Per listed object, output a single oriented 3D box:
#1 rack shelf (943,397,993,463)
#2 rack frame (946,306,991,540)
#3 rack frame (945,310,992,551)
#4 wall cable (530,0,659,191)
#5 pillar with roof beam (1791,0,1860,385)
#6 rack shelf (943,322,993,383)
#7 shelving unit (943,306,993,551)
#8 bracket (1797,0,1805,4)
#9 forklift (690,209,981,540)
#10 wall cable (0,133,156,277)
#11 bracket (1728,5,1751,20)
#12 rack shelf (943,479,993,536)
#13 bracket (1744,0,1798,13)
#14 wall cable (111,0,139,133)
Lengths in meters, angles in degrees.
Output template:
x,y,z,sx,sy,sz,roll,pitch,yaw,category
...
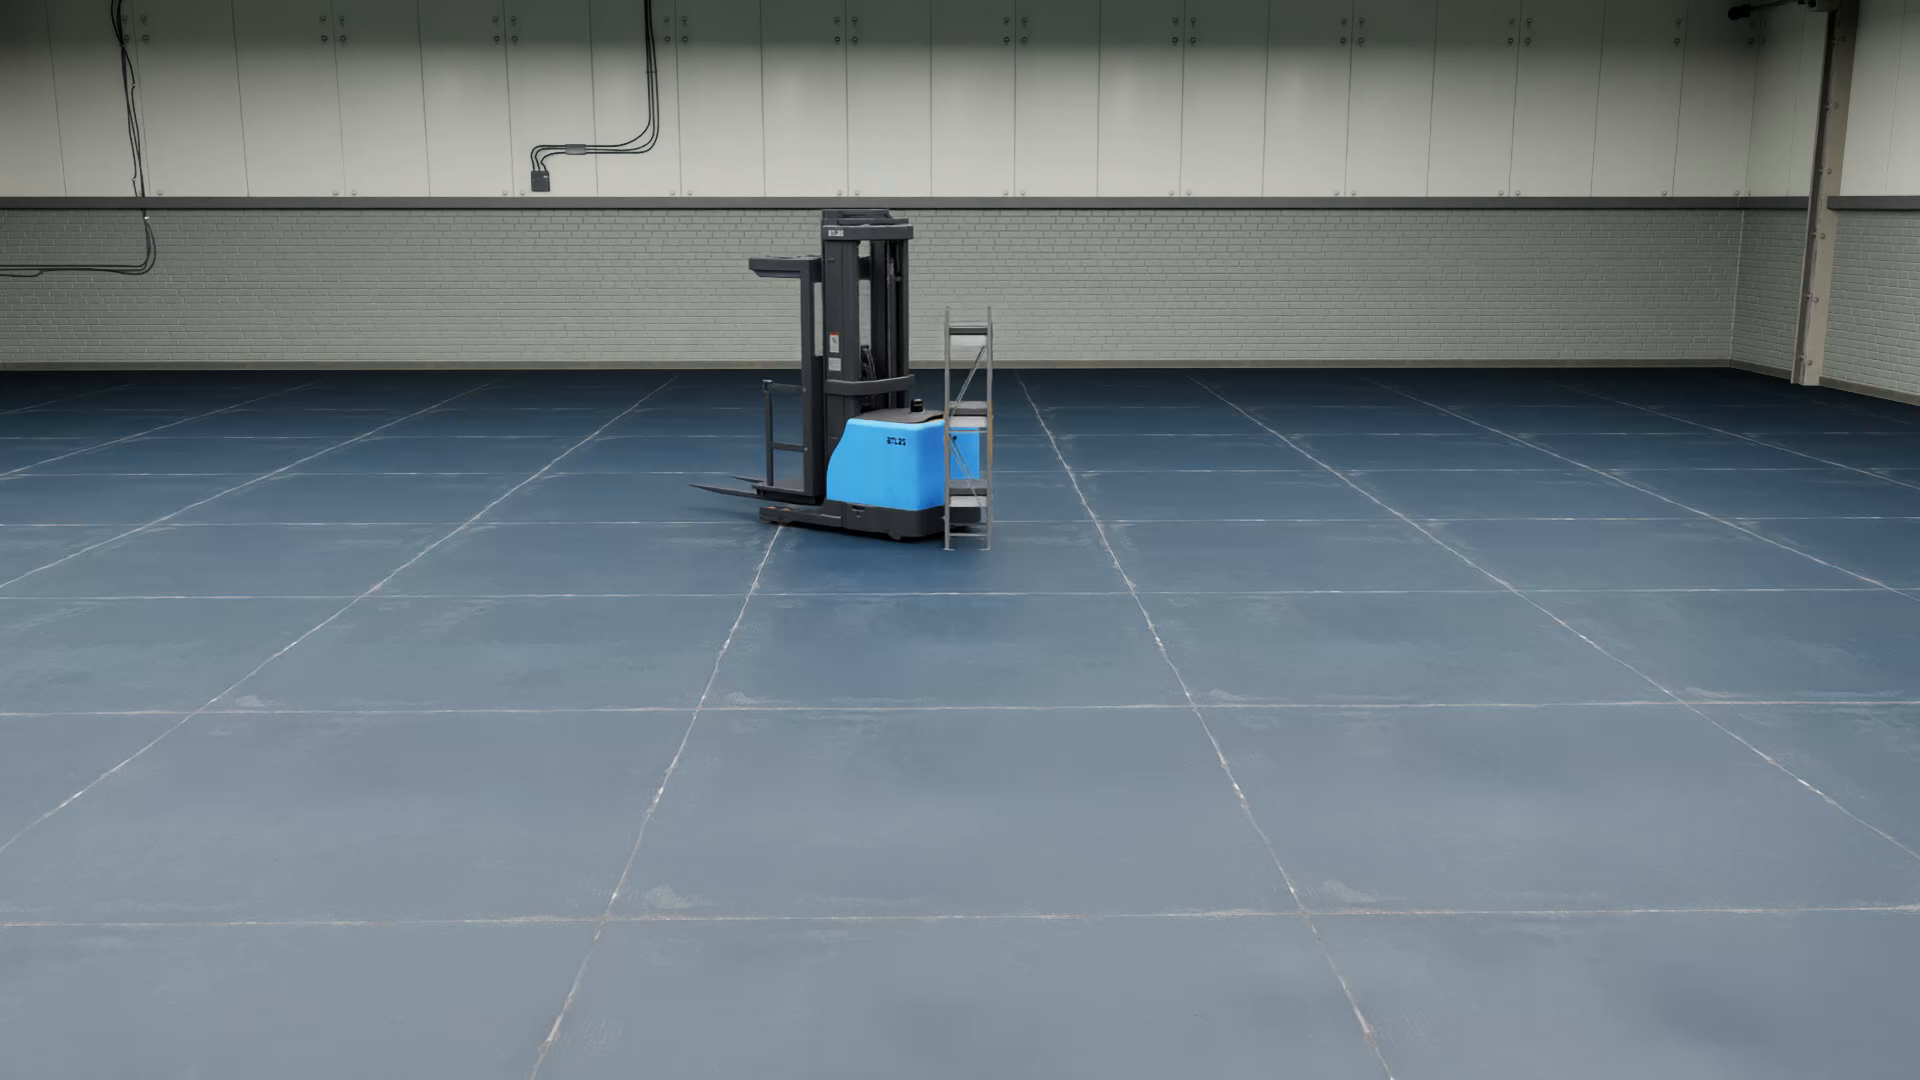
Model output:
x,y,z,sx,sy,sz,roll,pitch,yaw,category
0.074,-0.970,14.628,0.431,0.518,0.480,0,11,1,rack shelf
0.077,-1.032,14.864,0.400,2.100,0.015,0,11,1,rack frame
0.071,-0.935,14.386,0.400,2.100,0.015,0,11,1,rack frame
-6.511,-9.197,29.206,2.305,6.003,0.169,0,11,-1,wall cable
9.925,-7.015,27.005,9.100,9.000,0.548,0,11,-1,pillar with roof beam
0.074,-1.656,14.488,0.431,0.518,0.480,0,11,1,rack shelf
0.074,-0.983,14.625,0.431,2.100,0.503,0,11,1,shelving unit
13.866,-8.878,27.133,0.235,0.232,0.430,0,11,-1,bracket
-1.292,-1.645,15.797,3.031,2.935,1.130,8,14,36,forklift
-16.003,-5.973,29.676,3.097,2.526,0.112,0,11,-1,wall cable
13.817,-9.349,29.456,0.235,0.232,0.430,0,11,-1,bracket
0.074,-0.284,14.767,0.431,0.518,0.480,0,11,1,rack shelf
13.829,-9.232,28.877,0.076,0.066,3.189,0,11,-1,bracket
-13.298,-8.459,29.229,3.097,2.526,0.112,0,11,-1,wall cable
